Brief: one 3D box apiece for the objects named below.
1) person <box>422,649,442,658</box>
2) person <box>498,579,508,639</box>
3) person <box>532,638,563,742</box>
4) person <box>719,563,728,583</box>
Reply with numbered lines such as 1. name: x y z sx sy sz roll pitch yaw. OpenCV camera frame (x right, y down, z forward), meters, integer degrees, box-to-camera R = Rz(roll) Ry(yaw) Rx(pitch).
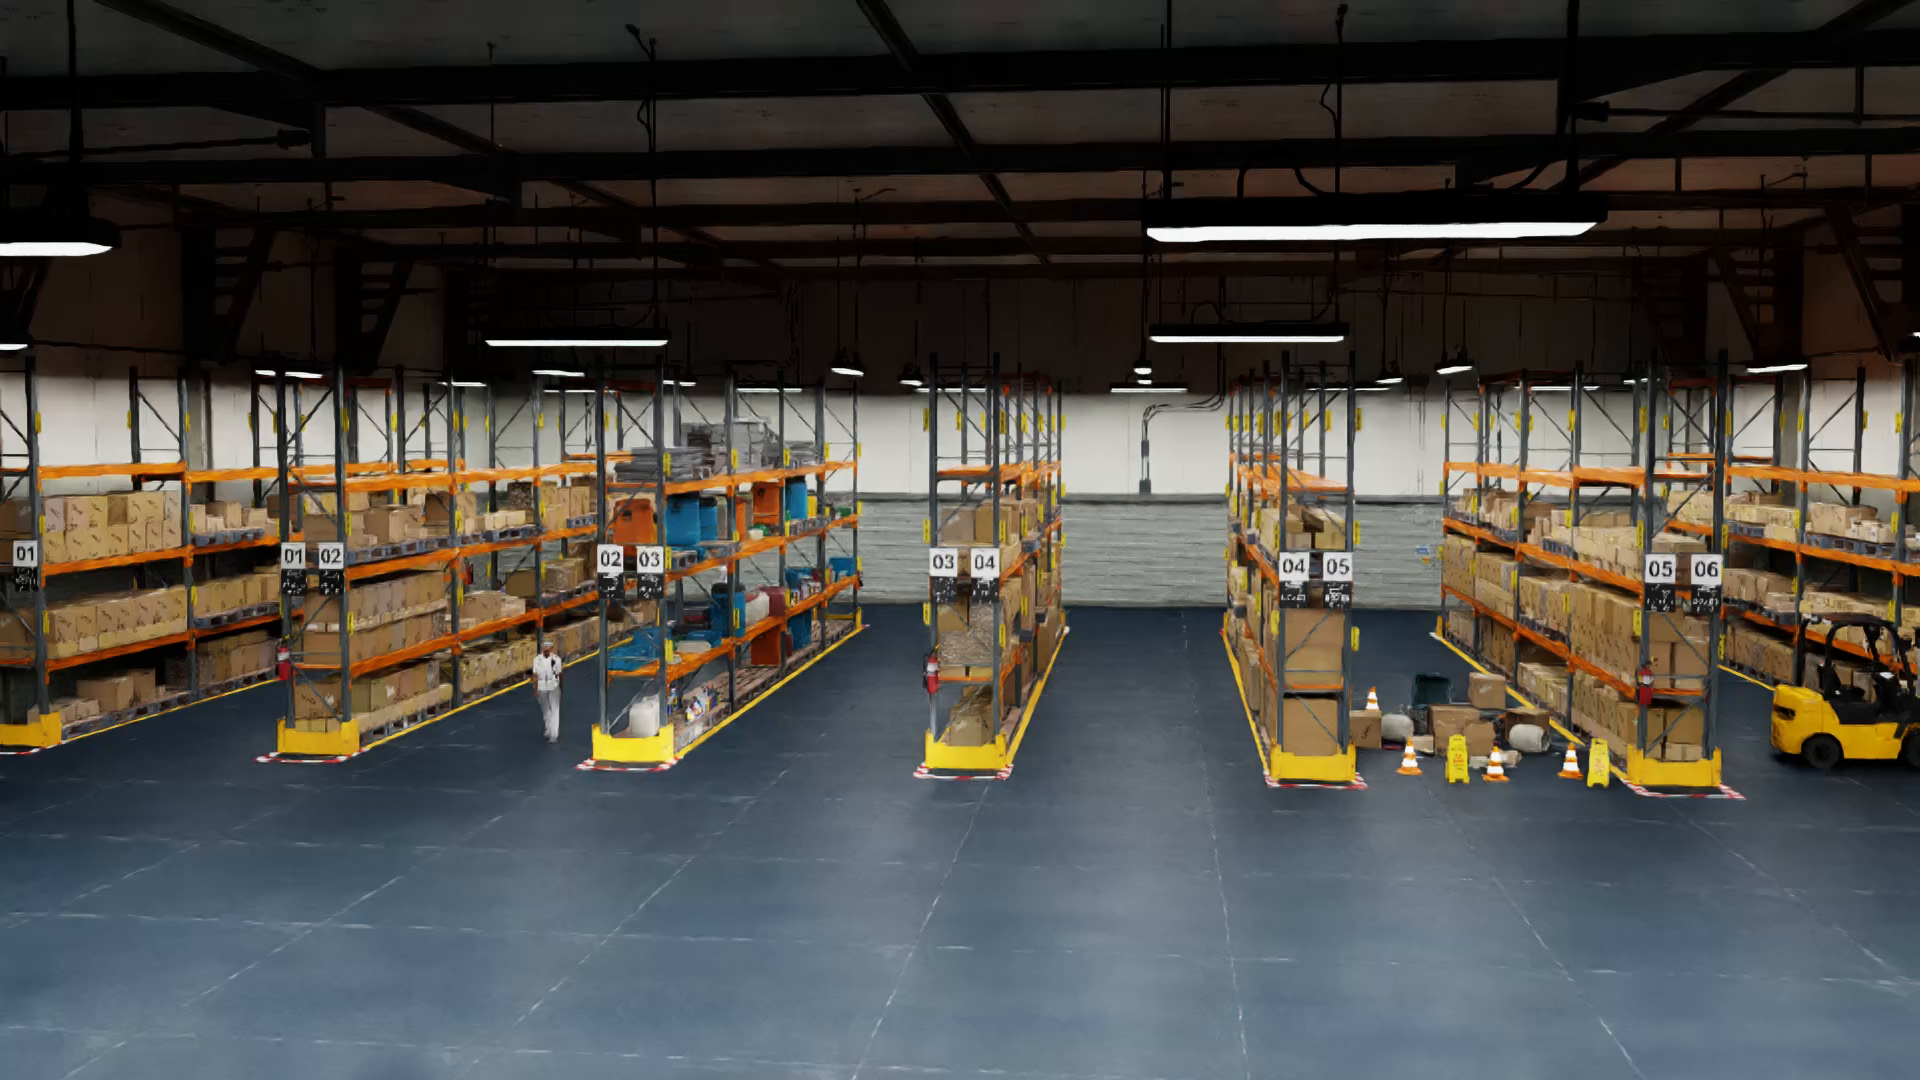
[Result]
1. person: -10.463 1.831 32.762 0.575 1.689 1.128 0 4 5
2. person: -10.100 1.655 36.453 0.447 1.506 1.088 1 4 9
3. person: -6.474 2.331 26.118 0.448 1.617 0.996 0 4 -1
4. person: -5.685 1.218 40.764 0.401 1.780 0.610 2 4 22
